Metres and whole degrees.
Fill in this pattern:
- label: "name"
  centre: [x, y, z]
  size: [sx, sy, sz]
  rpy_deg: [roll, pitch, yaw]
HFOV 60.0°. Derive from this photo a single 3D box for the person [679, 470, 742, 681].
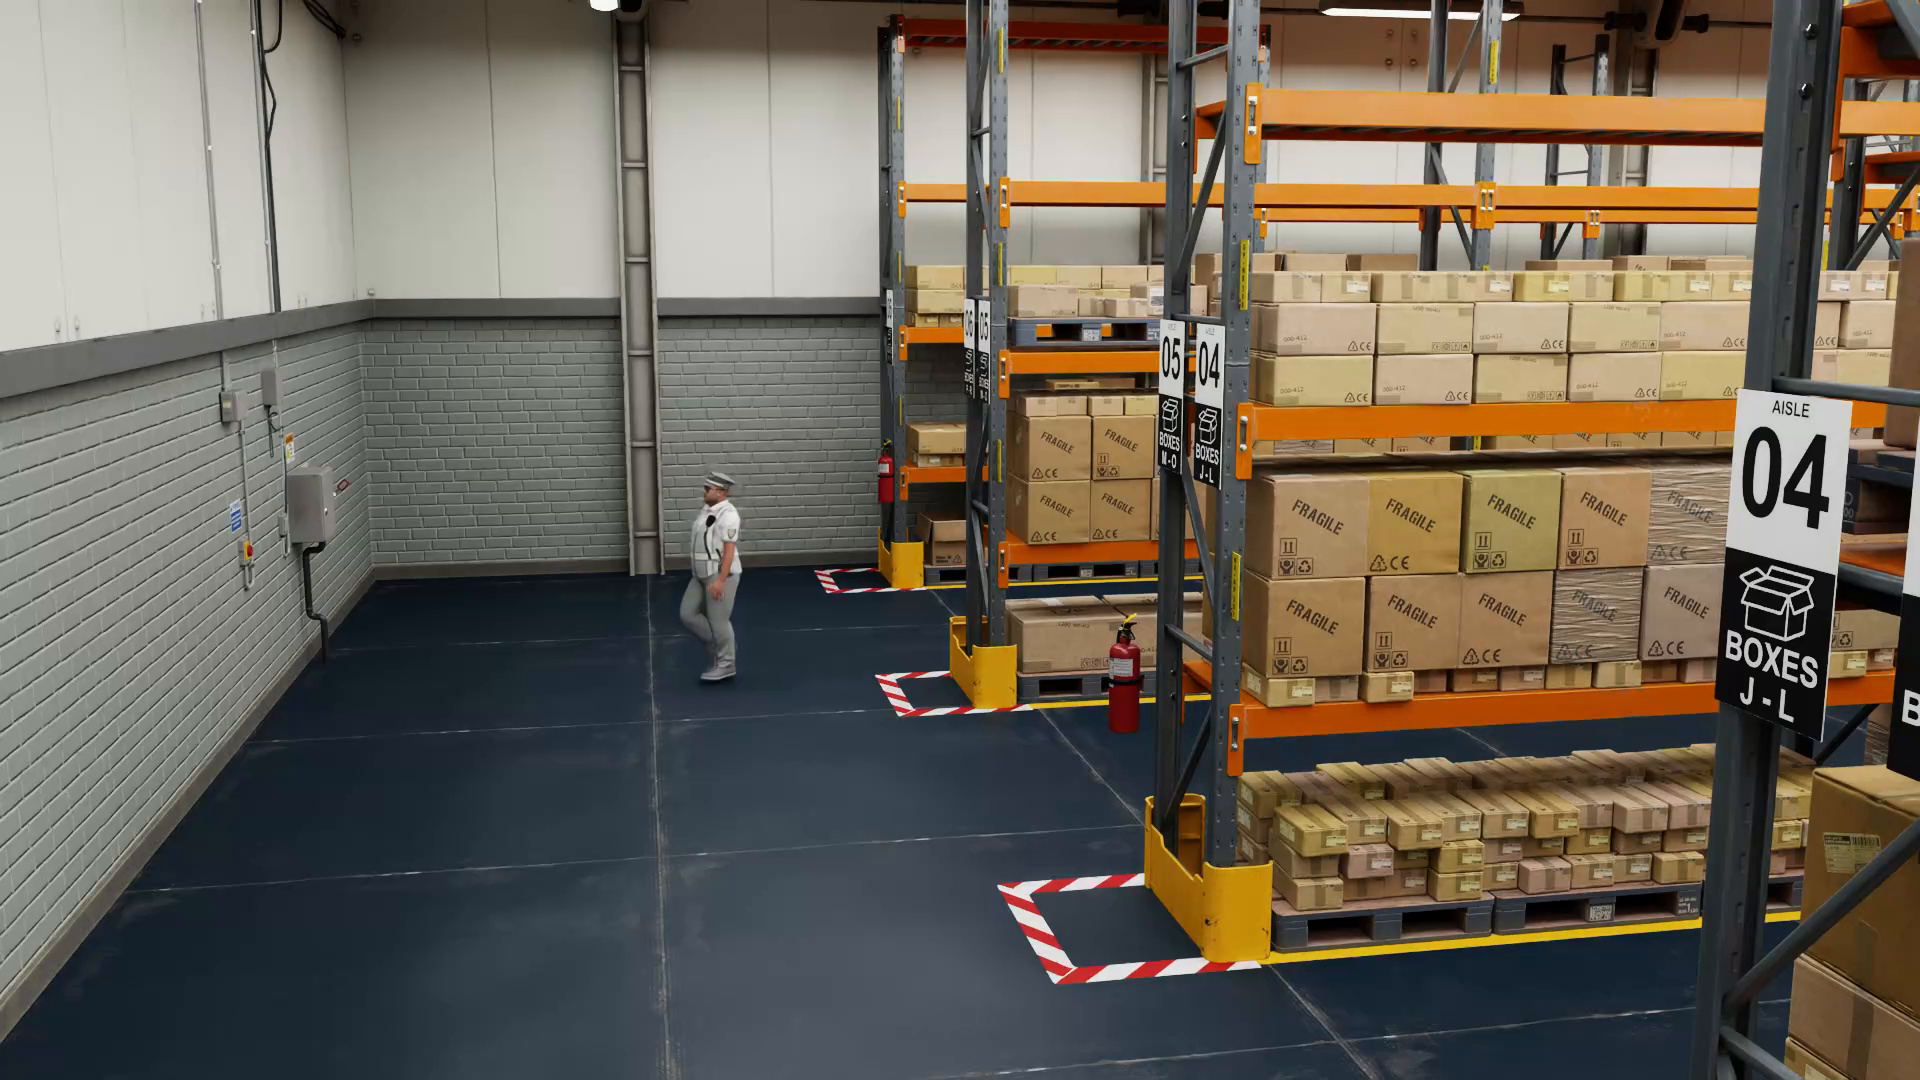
- label: "person"
  centre: [-2.077, 0.309, 13.929]
  size: [0.452, 1.804, 0.531]
  rpy_deg: [-7, 12, -36]
